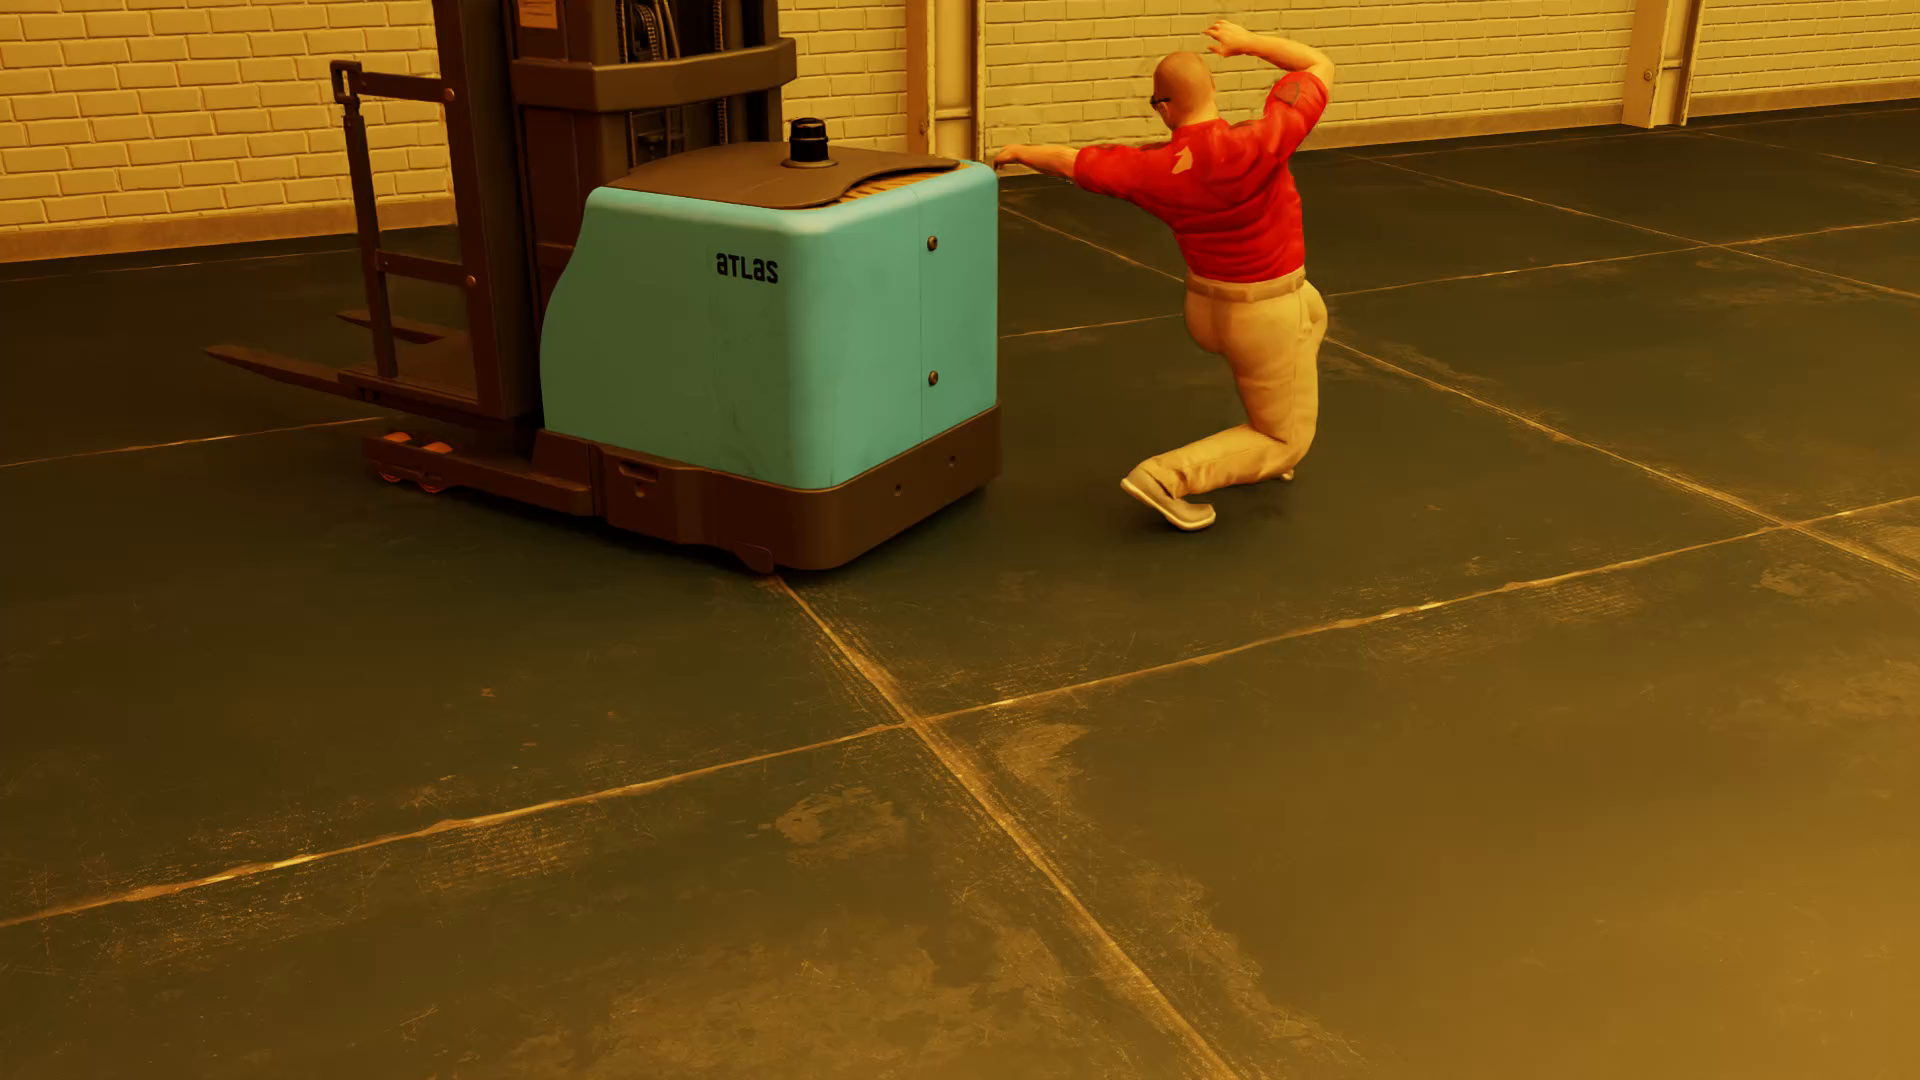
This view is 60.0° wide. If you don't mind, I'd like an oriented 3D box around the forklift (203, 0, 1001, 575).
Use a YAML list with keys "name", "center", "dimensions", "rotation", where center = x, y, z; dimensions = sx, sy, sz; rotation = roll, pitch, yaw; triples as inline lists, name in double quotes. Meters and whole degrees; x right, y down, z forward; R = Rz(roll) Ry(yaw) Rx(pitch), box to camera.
- name: "forklift"
  center: [-1.388, -1.664, 5.291]
  dimensions: [3.031, 2.935, 1.130]
  rotation: [14, 26, 29]

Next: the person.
- name: "person"
  center: [0.723, -0.871, 5.313]
  dimensions: [0.880, 1.535, 1.078]
  rotation: [-15, 27, -32]
